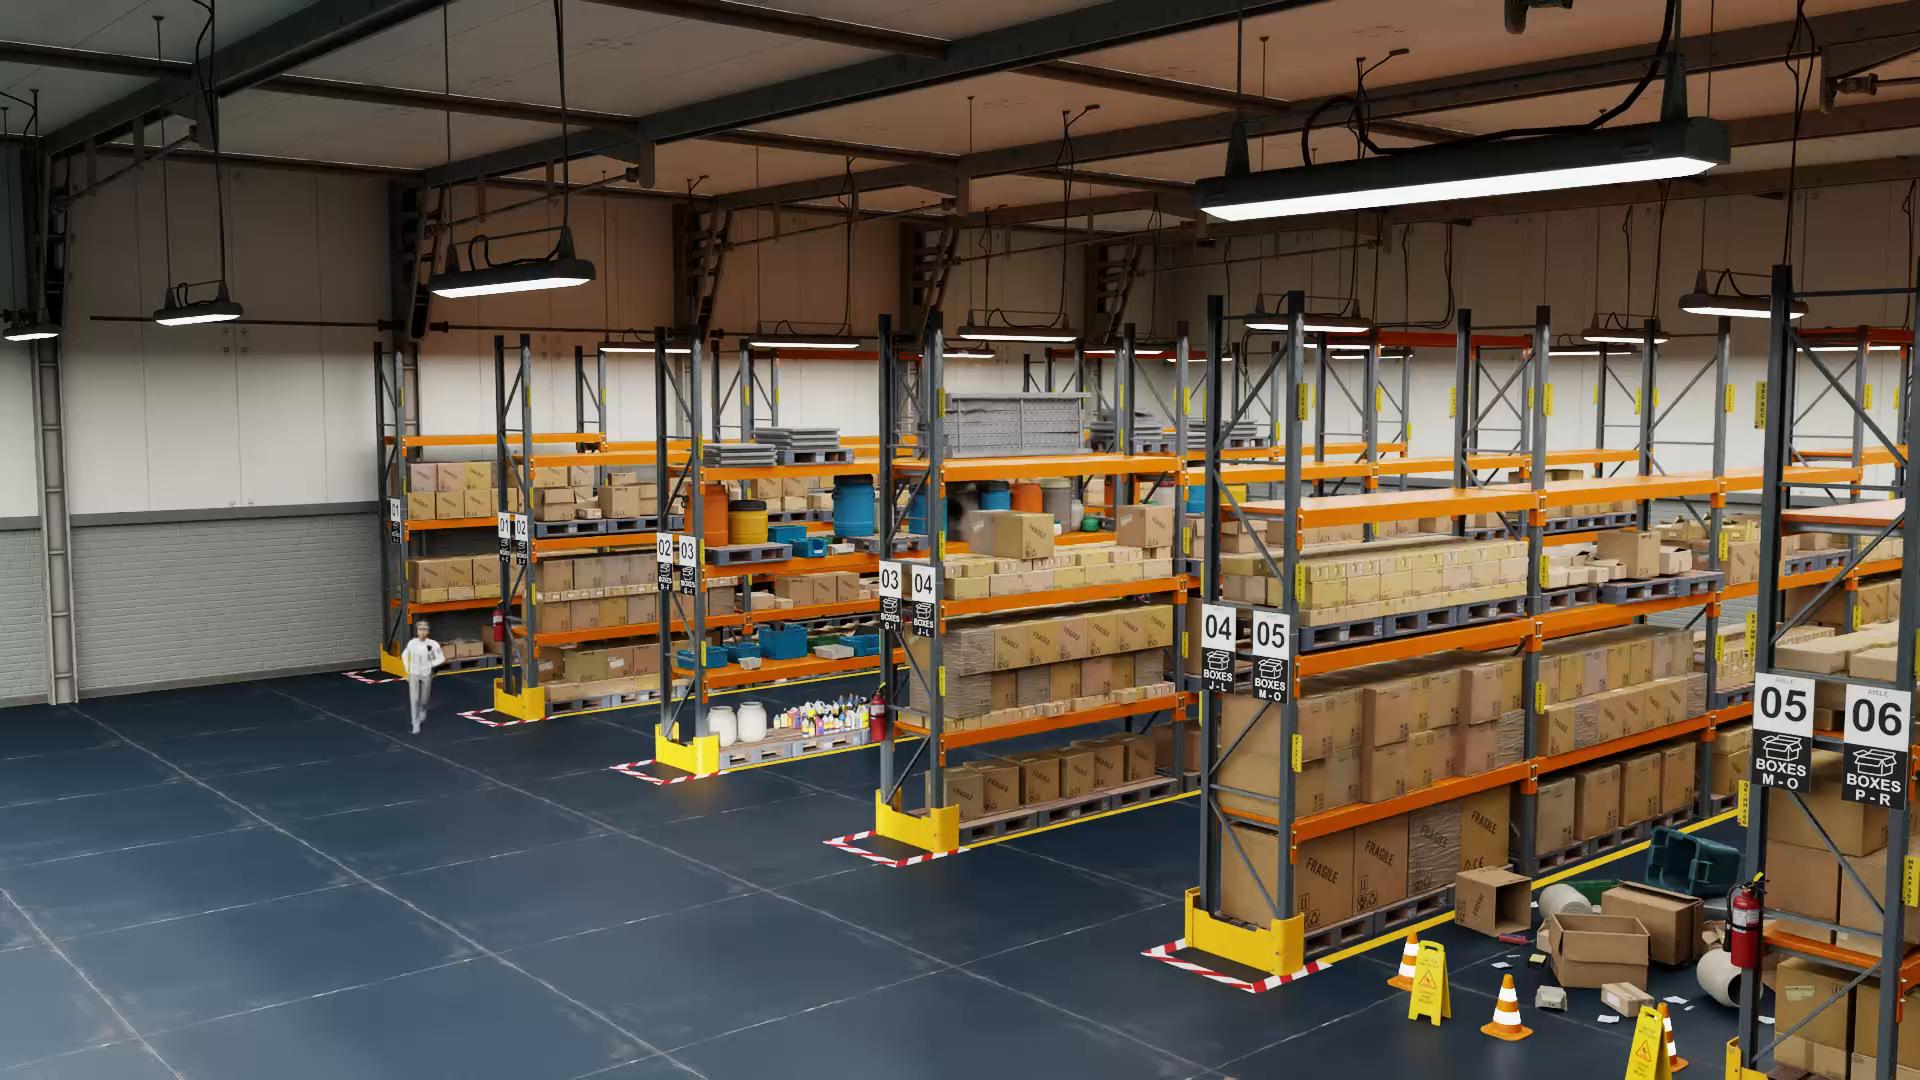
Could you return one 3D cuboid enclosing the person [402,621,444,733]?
[{"bbox_3d":[-8.165,2.059,25.302,0.633,1.688,0.753,-1,5,-11],"label":"person"}]
